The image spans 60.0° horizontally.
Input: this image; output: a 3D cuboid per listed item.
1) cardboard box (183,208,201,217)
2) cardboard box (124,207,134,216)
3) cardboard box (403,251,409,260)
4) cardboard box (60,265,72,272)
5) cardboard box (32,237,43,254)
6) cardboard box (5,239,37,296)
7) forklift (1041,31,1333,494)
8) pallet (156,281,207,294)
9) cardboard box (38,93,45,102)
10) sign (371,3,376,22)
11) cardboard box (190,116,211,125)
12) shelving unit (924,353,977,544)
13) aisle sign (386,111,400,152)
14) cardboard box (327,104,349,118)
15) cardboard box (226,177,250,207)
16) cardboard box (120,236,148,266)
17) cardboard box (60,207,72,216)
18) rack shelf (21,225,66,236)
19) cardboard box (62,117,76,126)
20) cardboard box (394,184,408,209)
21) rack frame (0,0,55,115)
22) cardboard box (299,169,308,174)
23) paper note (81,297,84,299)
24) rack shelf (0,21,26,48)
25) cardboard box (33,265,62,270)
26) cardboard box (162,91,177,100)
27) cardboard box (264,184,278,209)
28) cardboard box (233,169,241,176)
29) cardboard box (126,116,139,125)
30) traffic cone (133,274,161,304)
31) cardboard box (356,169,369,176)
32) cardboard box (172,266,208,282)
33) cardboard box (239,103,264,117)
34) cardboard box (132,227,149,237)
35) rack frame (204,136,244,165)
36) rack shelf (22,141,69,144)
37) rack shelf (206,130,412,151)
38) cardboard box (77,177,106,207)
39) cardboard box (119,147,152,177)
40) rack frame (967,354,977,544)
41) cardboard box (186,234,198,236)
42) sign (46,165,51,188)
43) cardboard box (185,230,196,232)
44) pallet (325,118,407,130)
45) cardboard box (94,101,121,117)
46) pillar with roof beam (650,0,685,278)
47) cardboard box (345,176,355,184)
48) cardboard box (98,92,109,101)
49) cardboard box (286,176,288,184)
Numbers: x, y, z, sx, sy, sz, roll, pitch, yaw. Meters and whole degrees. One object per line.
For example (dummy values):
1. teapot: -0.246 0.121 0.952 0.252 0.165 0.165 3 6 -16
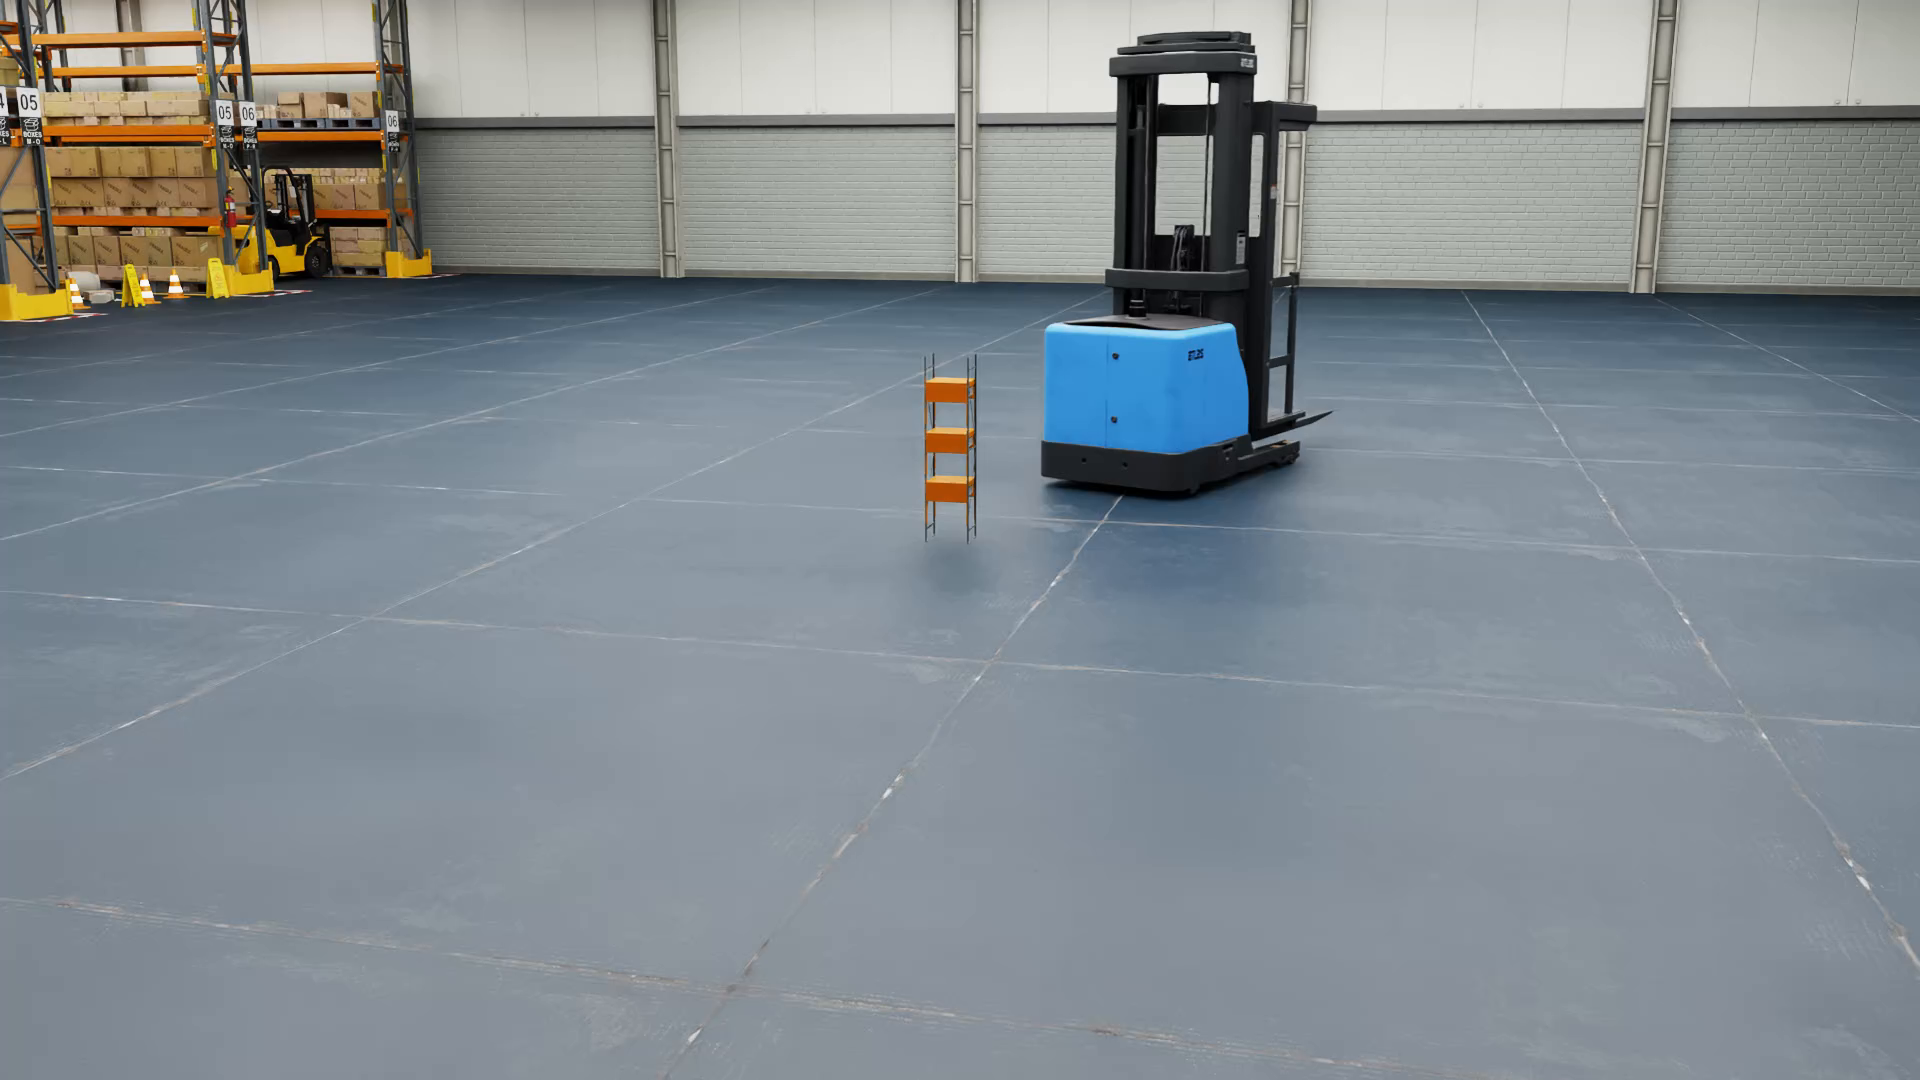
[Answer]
1. cardboard box: -12.929 -5.564 28.190 0.250 0.149 0.380 3 13 13
2. cardboard box: -14.136 -5.657 28.612 0.250 0.149 0.380 3 13 14
3. cardboard box: -11.487 -5.695 33.582 0.500 0.250 0.500 3 13 14
4. cardboard box: -15.618 -4.705 29.118 0.500 0.250 0.500 2 13 11
5. cardboard box: -19.286 -6.143 35.021 0.500 0.500 0.500 3 13 15
6. cardboard box: -14.005 -3.865 23.889 0.875 0.875 0.875 3 13 14
7. forklift: 1.784 -1.993 11.672 1.130 2.935 3.031 8 15 33
8. pallet: -13.097 -4.414 28.868 1.213 0.211 1.003 3 13 14
9. cardboard box: -15.639 -7.568 28.460 0.250 0.149 0.380 3 13 15
10. sign: -11.201 -10.076 31.759 0.005 0.325 0.100 3 13 14
11. cardboard box: -12.656 -7.024 27.845 0.250 0.149 0.380 3 13 14
12. shelving unit: -0.052 -0.515 9.357 0.252 1.050 0.215 3 13 14
13. aisle sign: -11.063 -7.970 32.455 0.004 0.787 0.394 3 13 14
14. cardboard box: -12.180 -8.411 32.628 0.258 0.266 0.396 3 13 14
15. cardboard box: -12.636 -5.999 28.655 0.500 0.500 0.500 3 13 13
16. cardboard box: -14.079 -4.992 28.679 0.500 0.500 0.500 3 13 12
17. cardboard box: -15.374 -5.714 28.866 0.250 0.149 0.380 3 13 13
18. rack shelf: -18.068 -5.682 29.806 4.000 0.370 1.077 3 13 14
19. cardboard box: -15.141 -7.167 28.493 0.250 0.149 0.380 3 13 15
20. cardboard box: -11.471 -6.899 33.398 0.500 0.500 0.500 3 13 15
21. rack frame: -16.126 -8.859 28.610 0.127 3.000 1.000 3 13 14
22. cardboard box: -12.946 -7.330 33.154 0.250 0.149 0.380 3 13 14
23. paper note: -14.426 -3.973 27.322 0.142 0.019 0.148 8 15 33
24. rack shelf: -15.272 -7.162 23.548 4.000 0.370 1.077 3 13 14
25. cardboard box: -15.412 -4.369 27.990 0.500 0.500 0.500 -9 15 -35
26. cardboard box: -13.135 -7.440 27.878 0.250 0.149 0.380 3 13 13
27. cardboard box: -13.571 -6.895 33.380 0.500 0.500 0.500 3 13 13
28. cardboard box: -14.422 -7.415 33.538 0.250 0.149 0.380 3 13 14
29. cardboard box: -13.893 -7.096 28.171 0.250 0.149 0.380 3 13 12
30. traffic cone: -12.905 -3.984 26.345 0.334 0.463 0.336 3 13 14
31. cardboard box: -11.702 -7.257 32.829 0.250 0.149 0.380 3 13 14
32. cardboard box: -13.115 -4.572 28.516 0.500 0.250 0.500 3 13 13
33. cardboard box: -14.191 -8.554 33.168 0.500 0.311 0.500 3 13 15
34. cardboard box: -13.954 -5.287 28.513 0.250 0.149 0.380 4 13 16
35. rack frame: -14.940 -6.974 33.965 0.127 3.000 1.000 3 13 14
36. rack shelf: -20.766 -8.398 35.122 4.000 0.370 1.077 3 13 14
37. rack shelf: -12.999 -7.983 33.251 4.000 0.370 1.077 3 13 14
38. cardboard box: -14.788 -5.992 28.625 0.500 0.500 0.500 3 13 13
39. cardboard box: -13.800 -6.418 28.233 0.500 0.500 0.700 3 13 13
40. rack frame: 0.066 -0.509 9.328 0.008 1.050 0.200 3 13 14
41. cardboard box: -13.491 -5.078 29.069 0.500 0.500 0.500 3 13 11
42. sign: -13.192 -5.254 24.031 0.005 0.325 0.100 3 13 14
43. cardboard box: -16.201 -6.086 34.477 0.625 0.625 0.875 3 13 13
44. pallet: -11.737 -8.230 32.904 1.213 0.211 1.003 3 13 14
45. cardboard box: -14.288 -7.307 28.199 0.500 0.250 0.500 3 13 14
46. pillar with roof beam: -6.723 -8.704 27.913 0.400 9.000 9.100 3 13 14
47. cardboard box: -11.953 -7.124 32.915 0.250 0.149 0.380 3 13 15
48. cardboard box: -14.369 -7.513 28.207 0.250 0.149 0.380 3 13 15
49. cardboard box: -13.458 -7.195 33.234 0.250 0.149 0.380 3 13 12
